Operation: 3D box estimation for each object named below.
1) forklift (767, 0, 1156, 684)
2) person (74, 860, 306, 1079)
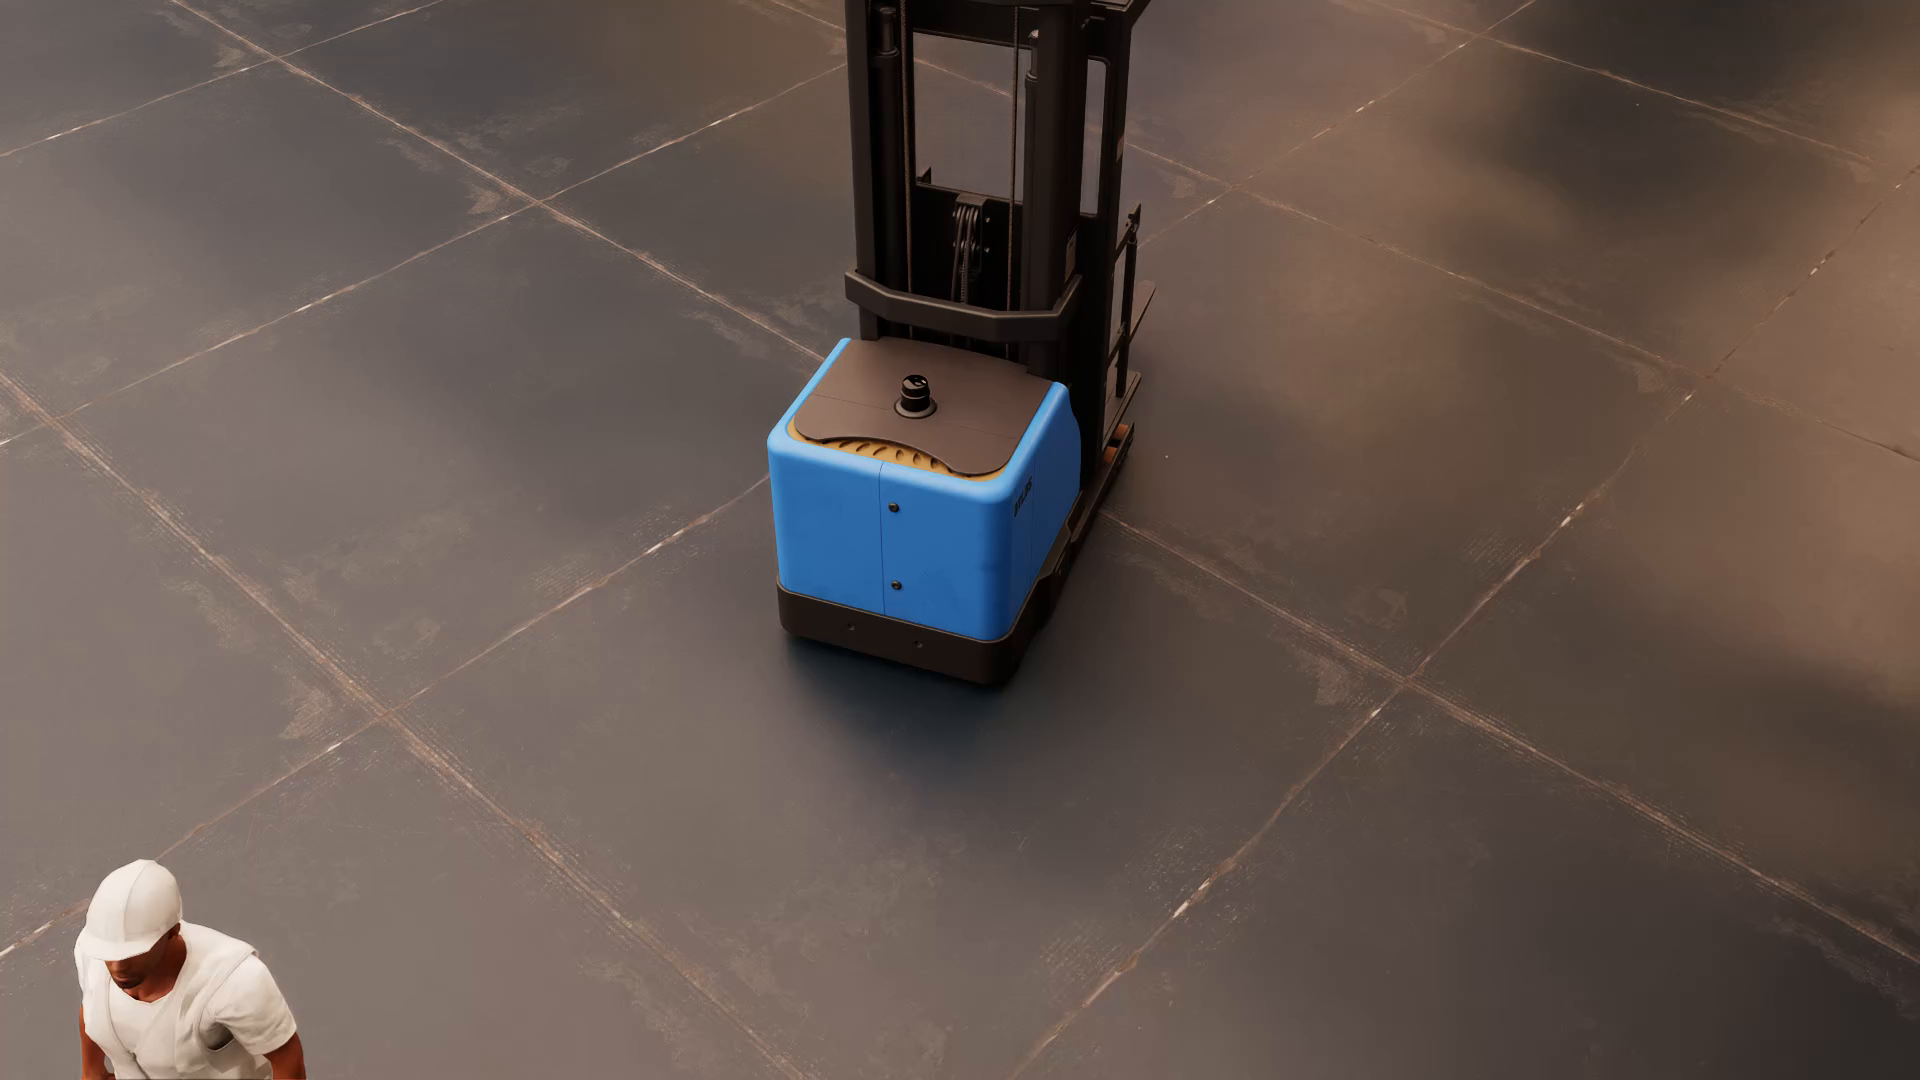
[{"bbox_3d":[0.211,-1.484,7.158,1.130,2.935,3.031,14,42,15],"label":"forklift"},{"bbox_3d":[-2.093,1.563,4.490,0.666,1.767,0.576,9,41,10],"label":"person"}]
